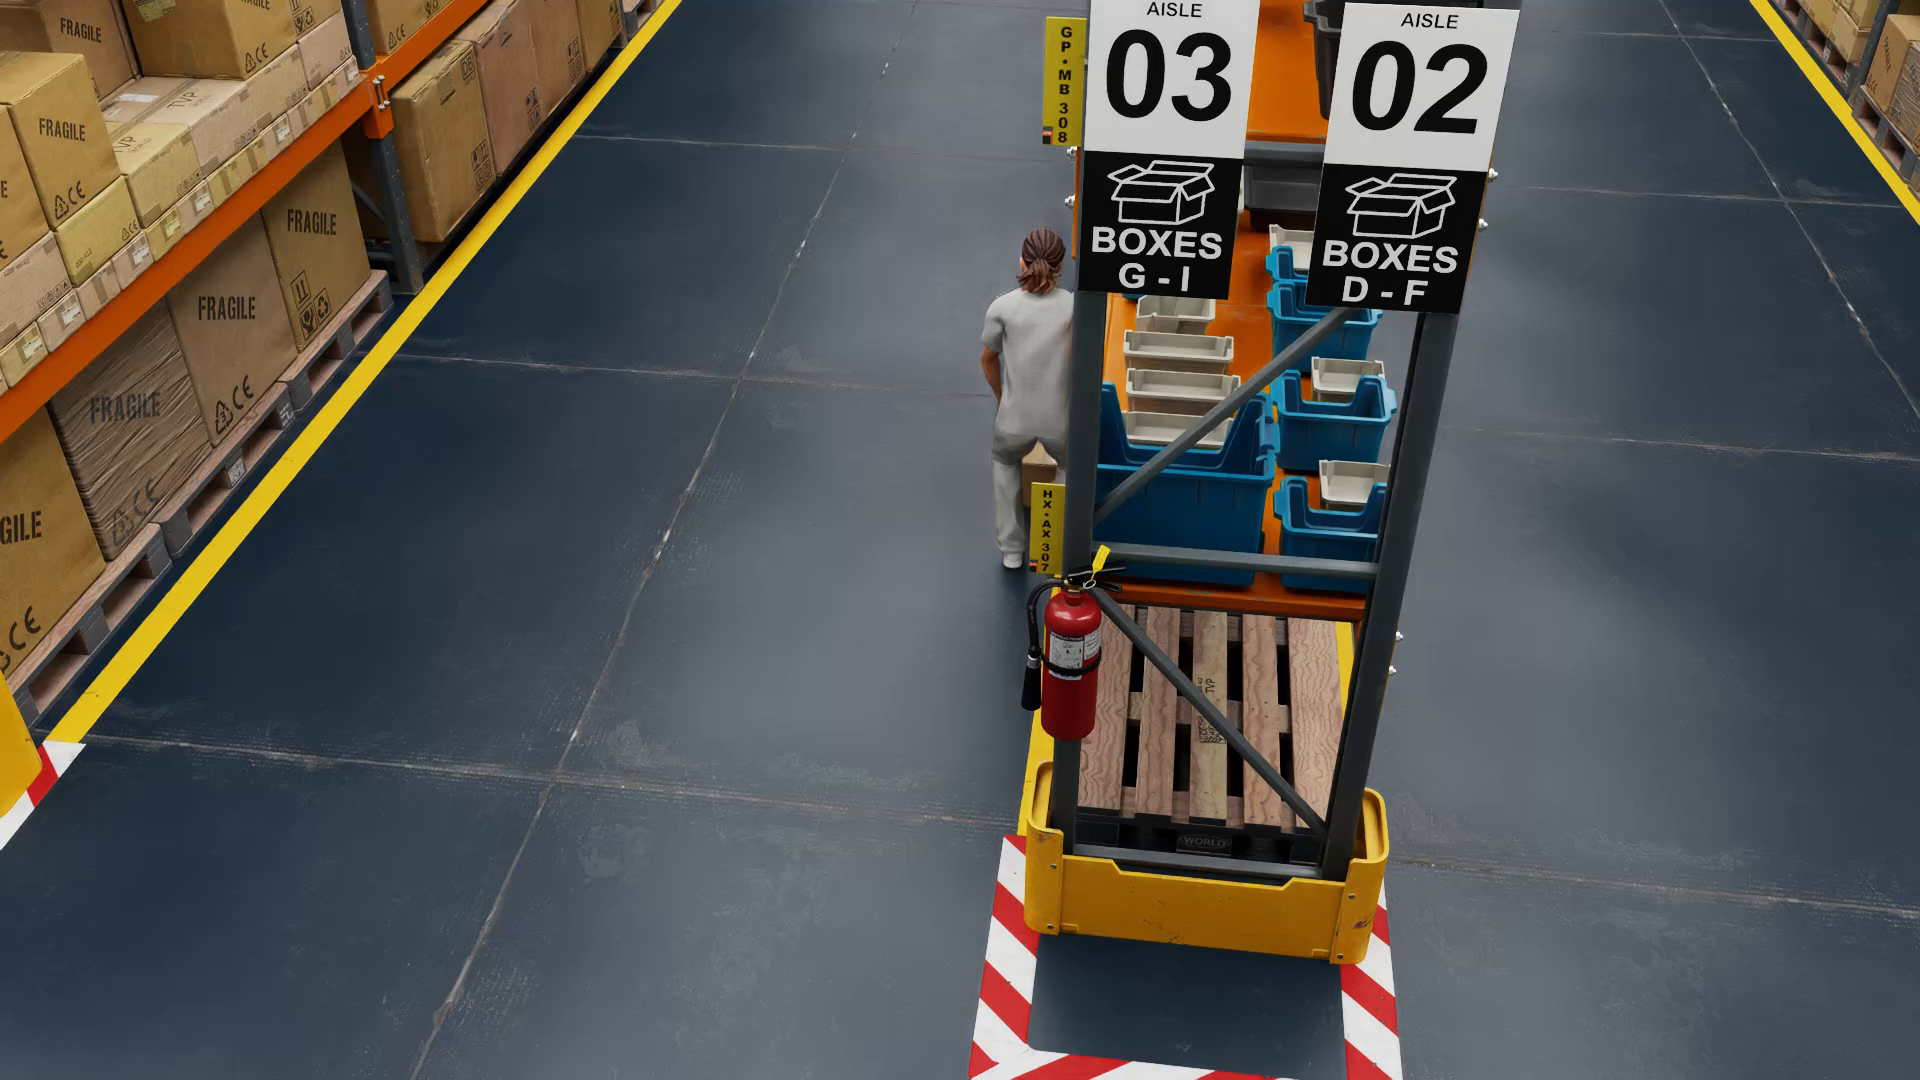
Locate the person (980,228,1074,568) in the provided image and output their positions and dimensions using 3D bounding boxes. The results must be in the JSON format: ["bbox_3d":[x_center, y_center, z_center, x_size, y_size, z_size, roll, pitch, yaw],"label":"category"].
[{"bbox_3d":[0.319,-0.563,7.077,0.486,1.493,0.554,5,37,6],"label":"person"}]
